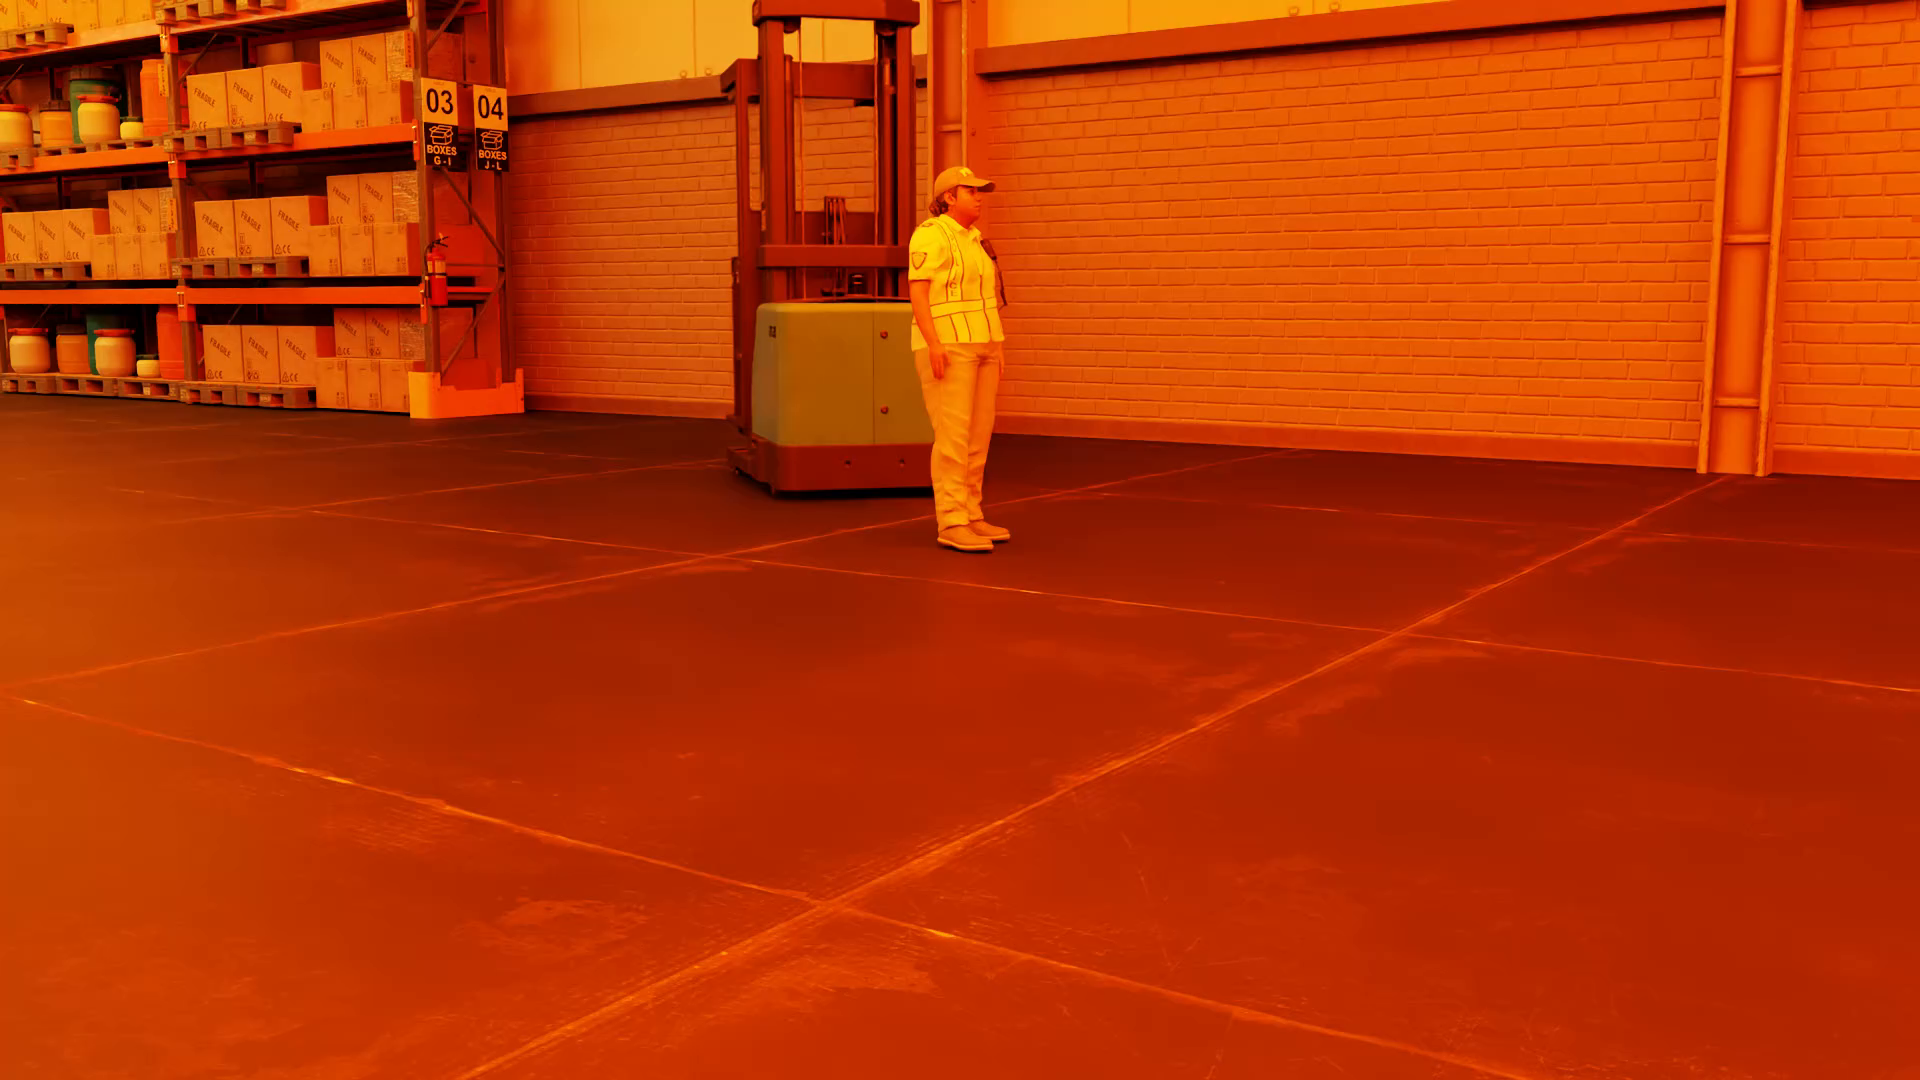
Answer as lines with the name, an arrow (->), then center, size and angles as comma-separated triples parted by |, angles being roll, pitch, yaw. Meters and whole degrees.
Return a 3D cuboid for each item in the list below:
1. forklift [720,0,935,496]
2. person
forklift -> -0.869, -1.867, 10.321 | 1.130, 2.935, 3.031 | -2, 8, -15
person -> 0.051, -0.825, 7.424 | 0.529, 1.670, 0.598 | 5, 10, 34
